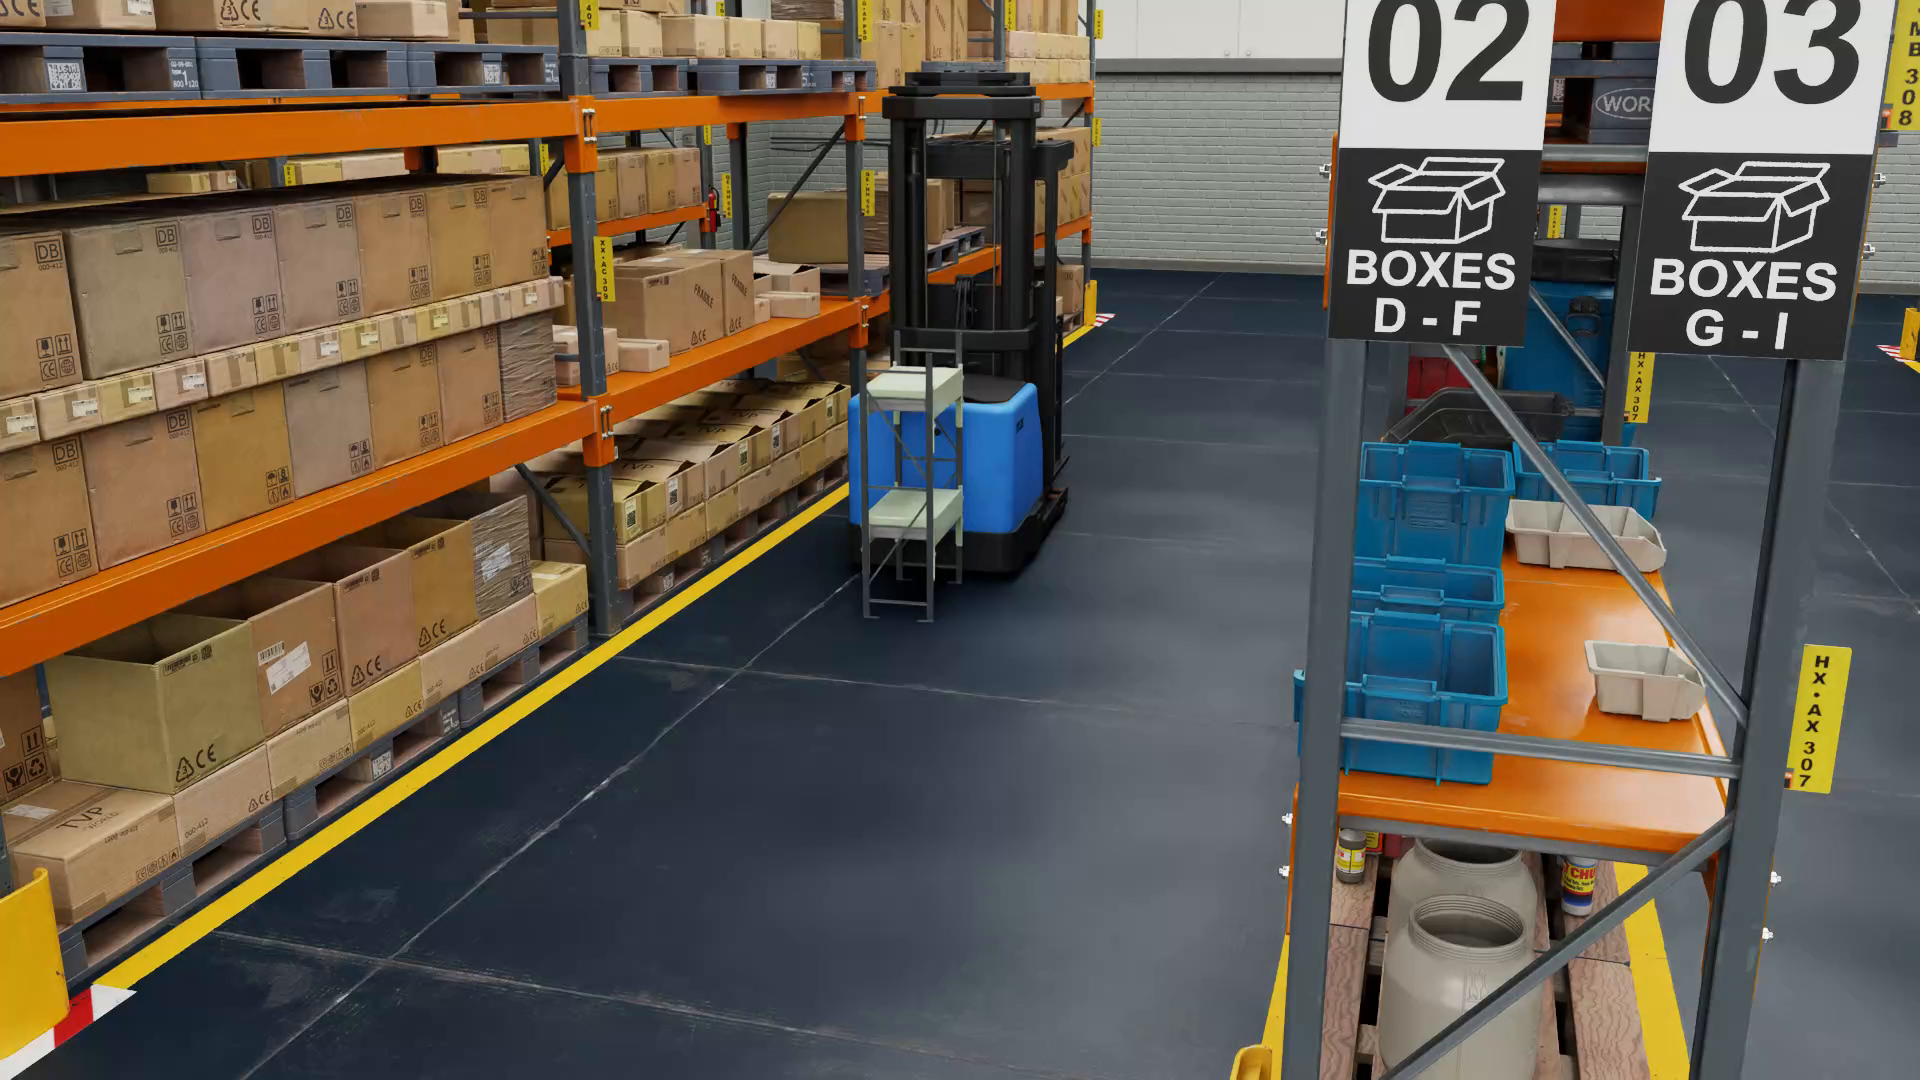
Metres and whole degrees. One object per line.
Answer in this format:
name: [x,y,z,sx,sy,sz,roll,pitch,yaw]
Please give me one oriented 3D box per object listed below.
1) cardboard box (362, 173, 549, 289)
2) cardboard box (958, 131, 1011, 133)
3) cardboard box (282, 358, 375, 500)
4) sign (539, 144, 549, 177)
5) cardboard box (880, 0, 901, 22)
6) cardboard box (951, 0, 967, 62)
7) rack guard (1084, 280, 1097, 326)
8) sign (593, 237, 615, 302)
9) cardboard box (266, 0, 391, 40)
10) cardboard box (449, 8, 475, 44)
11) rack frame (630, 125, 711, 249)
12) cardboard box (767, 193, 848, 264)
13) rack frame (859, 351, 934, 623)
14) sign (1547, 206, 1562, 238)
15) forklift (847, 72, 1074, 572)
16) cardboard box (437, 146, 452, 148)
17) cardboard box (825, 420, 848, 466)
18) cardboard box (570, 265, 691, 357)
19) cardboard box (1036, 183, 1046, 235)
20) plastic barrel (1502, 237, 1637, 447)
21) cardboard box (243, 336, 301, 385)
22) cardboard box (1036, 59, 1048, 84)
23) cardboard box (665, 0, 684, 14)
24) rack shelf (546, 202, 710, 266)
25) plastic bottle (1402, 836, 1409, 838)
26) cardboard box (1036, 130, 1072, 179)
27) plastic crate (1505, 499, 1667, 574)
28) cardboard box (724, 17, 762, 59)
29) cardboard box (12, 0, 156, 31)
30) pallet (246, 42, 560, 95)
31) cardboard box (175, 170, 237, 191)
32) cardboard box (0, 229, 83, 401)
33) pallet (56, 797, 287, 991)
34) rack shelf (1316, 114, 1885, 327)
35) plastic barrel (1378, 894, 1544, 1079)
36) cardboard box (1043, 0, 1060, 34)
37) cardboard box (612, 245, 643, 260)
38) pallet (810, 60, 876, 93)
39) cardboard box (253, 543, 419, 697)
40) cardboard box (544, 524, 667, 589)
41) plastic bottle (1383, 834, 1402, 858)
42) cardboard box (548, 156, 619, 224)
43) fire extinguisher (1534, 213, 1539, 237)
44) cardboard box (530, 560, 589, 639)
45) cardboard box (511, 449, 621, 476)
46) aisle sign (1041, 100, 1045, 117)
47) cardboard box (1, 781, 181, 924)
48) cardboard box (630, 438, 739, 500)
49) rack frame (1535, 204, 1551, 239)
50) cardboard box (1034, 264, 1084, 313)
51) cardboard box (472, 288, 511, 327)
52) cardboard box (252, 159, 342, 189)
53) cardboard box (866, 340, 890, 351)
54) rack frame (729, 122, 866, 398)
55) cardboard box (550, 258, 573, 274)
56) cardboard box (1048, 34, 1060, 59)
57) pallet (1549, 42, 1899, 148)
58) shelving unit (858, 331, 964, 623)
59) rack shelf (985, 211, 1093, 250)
cardboard box: [-2.461,-1.521,8.134,0.700,0.500,0.500,5,17,16]
cardboard box: [0.258,-4.137,17.904,0.500,0.500,0.500,4,16,15]
cardboard box: [-2.896,-0.493,6.888,0.700,0.500,0.500,5,17,18]
sign: [-4.295,-3.921,17.179,0.100,0.325,0.005,5,16,16]
cardboard box: [-0.784,-4.364,13.207,0.500,0.500,0.500,5,16,16]
cardboard box: [-0.281,-4.674,15.176,0.600,0.600,0.600,3,16,11]
rack guard: [1.047,-2.882,20.075,1.175,0.500,0.348,5,16,16]
sign: [-1.809,-1.377,8.456,0.100,0.325,0.005,5,16,16]
cardboard box: [-2.891,-2.382,7.371,0.500,0.311,0.500,4,16,13]
cardboard box: [-5.174,-4.923,16.201,0.700,0.500,0.500,4,16,13]
rack frame: [-3.681,-4.488,21.155,1.000,3.000,0.127,5,16,16]
cardboard box: [-1.133,-2.435,12.966,0.700,0.500,0.500,-1,16,-3]
rack frame: [-0.342,-0.276,9.054,0.400,1.500,0.023,3,16,12]
sign: [5.207,-2.763,14.567,0.100,0.325,0.005,5,16,16]
forklift: [0.135,-1.576,11.014,1.130,2.935,3.031,3,16,12]
cardboard box: [-5.341,-3.766,16.469,0.500,0.250,0.500,5,17,17]
cardboard box: [-1.120,-0.734,12.191,0.500,0.250,0.500,5,17,17]
cardboard box: [-1.958,-1.351,9.912,0.500,0.500,0.500,6,17,20]
cardboard box: [0.625,-3.483,17.431,0.500,0.500,0.500,5,16,16]
plastic barrel: [2.807,-0.899,7.583,0.600,0.901,0.708,5,16,16]
cardboard box: [-2.796,-0.702,6.435,0.380,0.149,0.250,4,16,15]
cardboard box: [0.597,-4.798,17.028,0.500,0.250,0.500,5,16,16]
cardboard box: [-3.628,-6.257,19.843,0.500,0.500,0.500,5,16,16]
rack shelf: [-4.250,-3.619,19.408,1.077,0.370,4.000,5,16,16]
plastic bottle: [1.634,0.991,6.160,0.097,0.201,0.097,0,16,0]
cardboard box: [0.921,-4.228,18.223,0.500,0.500,0.500,5,17,17]
plastic crate: [2.188,-0.009,5.847,0.530,0.136,0.437,5,16,16]
cardboard box: [-1.584,-3.174,10.532,0.500,0.250,0.500,4,16,15]
cardboard box: [-2.974,-1.805,5.632,0.380,0.149,0.250,5,16,16]
pallet: [-2.559,-2.141,7.544,1.003,0.211,1.213,5,16,16]
cardboard box: [-6.024,-2.874,13.287,0.380,0.149,0.250,2,16,9]
cardboard box: [-3.318,-0.726,5.331,0.700,0.500,0.500,5,16,16]
pallet: [-3.301,1.219,6.143,1.003,0.211,1.213,5,16,16]
rack shelf: [1.839,-1.154,5.222,1.077,0.370,4.000,5,16,16]
plastic barrel: [1.384,1.283,4.598,0.421,0.512,0.421,0,16,0]
cardboard box: [0.676,-5.678,17.838,0.700,0.500,0.500,5,16,16]
cardboard box: [-4.084,-3.524,20.380,0.380,0.149,0.250,5,16,16]
pallet: [-1.312,-3.180,11.391,1.213,0.211,1.003,5,17,18]
cardboard box: [-2.683,0.326,7.078,0.500,0.500,0.500,5,16,16]
cardboard box: [-1.989,0.069,9.358,0.500,0.250,0.500,4,16,15]
plastic bottle: [1.572,0.991,6.009,0.061,0.283,0.133,5,16,16]
cardboard box: [-4.436,-3.917,18.592,0.980,0.700,0.700,4,16,14]
fire extinguisher: [6.296,-3.507,18.523,0.296,0.674,0.183,5,16,16]
cardboard box: [-2.263,0.294,8.566,0.500,0.250,0.500,5,16,16]
cardboard box: [-2.359,-0.379,9.910,0.500,0.311,0.500,5,17,17]
aisle sign: [0.807,-5.396,19.593,0.394,0.787,0.004,5,16,16]
cardboard box: [-3.112,1.079,5.798,0.500,0.250,0.500,5,16,16]
cardboard box: [-1.692,-0.469,10.228,0.500,0.311,0.500,4,16,14]
rack frame: [4.680,-2.673,14.757,1.000,3.000,0.127,5,16,16]
cardboard box: [1.151,-2.952,19.516,0.500,0.500,0.500,5,16,16]
cardboard box: [-2.357,-1.104,7.854,0.380,0.149,0.250,4,16,14]
cardboard box: [-5.570,-3.063,13.991,0.500,0.250,0.500,5,17,17]
cardboard box: [-0.510,-1.386,13.994,0.500,0.500,0.500,4,16,15]
rack frame: [-1.204,-2.012,12.425,1.000,3.000,0.127,5,16,16]
cardboard box: [-4.517,-3.125,18.973,0.380,0.149,0.250,4,16,14]
cardboard box: [0.744,-5.169,17.419,0.500,0.250,0.500,5,16,16]
pallet: [1.599,-1.095,4.041,1.003,0.211,1.213,5,16,16]
shelving unit: [-0.263,-0.374,9.398,0.431,1.500,0.755,3,16,12]
rack shelf: [0.501,-3.235,18.058,1.077,0.370,4.000,5,16,16]
